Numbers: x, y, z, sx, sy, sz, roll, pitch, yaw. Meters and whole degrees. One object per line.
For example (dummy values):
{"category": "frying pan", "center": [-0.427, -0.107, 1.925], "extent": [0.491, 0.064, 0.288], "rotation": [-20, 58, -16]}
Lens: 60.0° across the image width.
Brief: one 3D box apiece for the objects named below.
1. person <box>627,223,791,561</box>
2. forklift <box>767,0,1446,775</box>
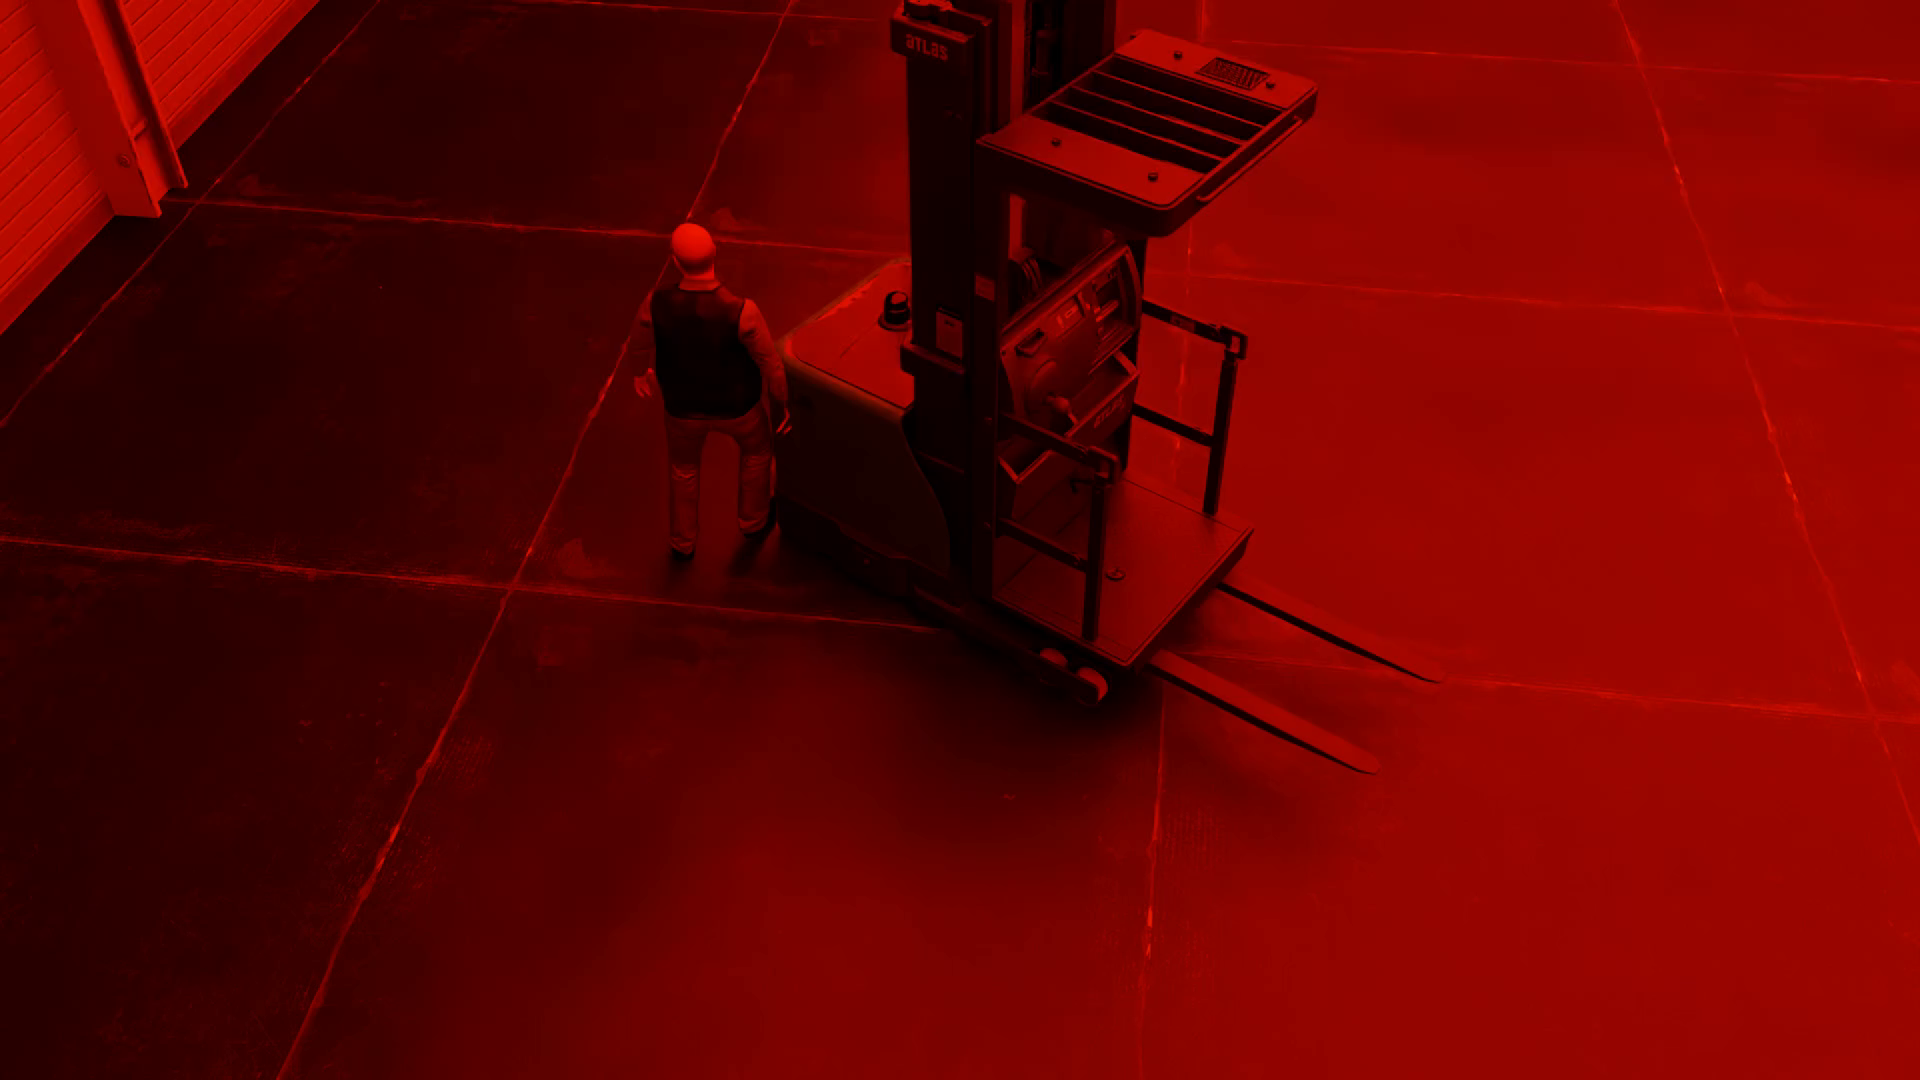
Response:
{"category": "person", "center": [-1.087, -0.655, 7.358], "extent": [0.738, 1.695, 0.470], "rotation": [1, 43, 1]}
{"category": "forklift", "center": [0.619, -0.781, 6.575], "extent": [3.031, 2.935, 1.130], "rotation": [27, 49, 26]}
